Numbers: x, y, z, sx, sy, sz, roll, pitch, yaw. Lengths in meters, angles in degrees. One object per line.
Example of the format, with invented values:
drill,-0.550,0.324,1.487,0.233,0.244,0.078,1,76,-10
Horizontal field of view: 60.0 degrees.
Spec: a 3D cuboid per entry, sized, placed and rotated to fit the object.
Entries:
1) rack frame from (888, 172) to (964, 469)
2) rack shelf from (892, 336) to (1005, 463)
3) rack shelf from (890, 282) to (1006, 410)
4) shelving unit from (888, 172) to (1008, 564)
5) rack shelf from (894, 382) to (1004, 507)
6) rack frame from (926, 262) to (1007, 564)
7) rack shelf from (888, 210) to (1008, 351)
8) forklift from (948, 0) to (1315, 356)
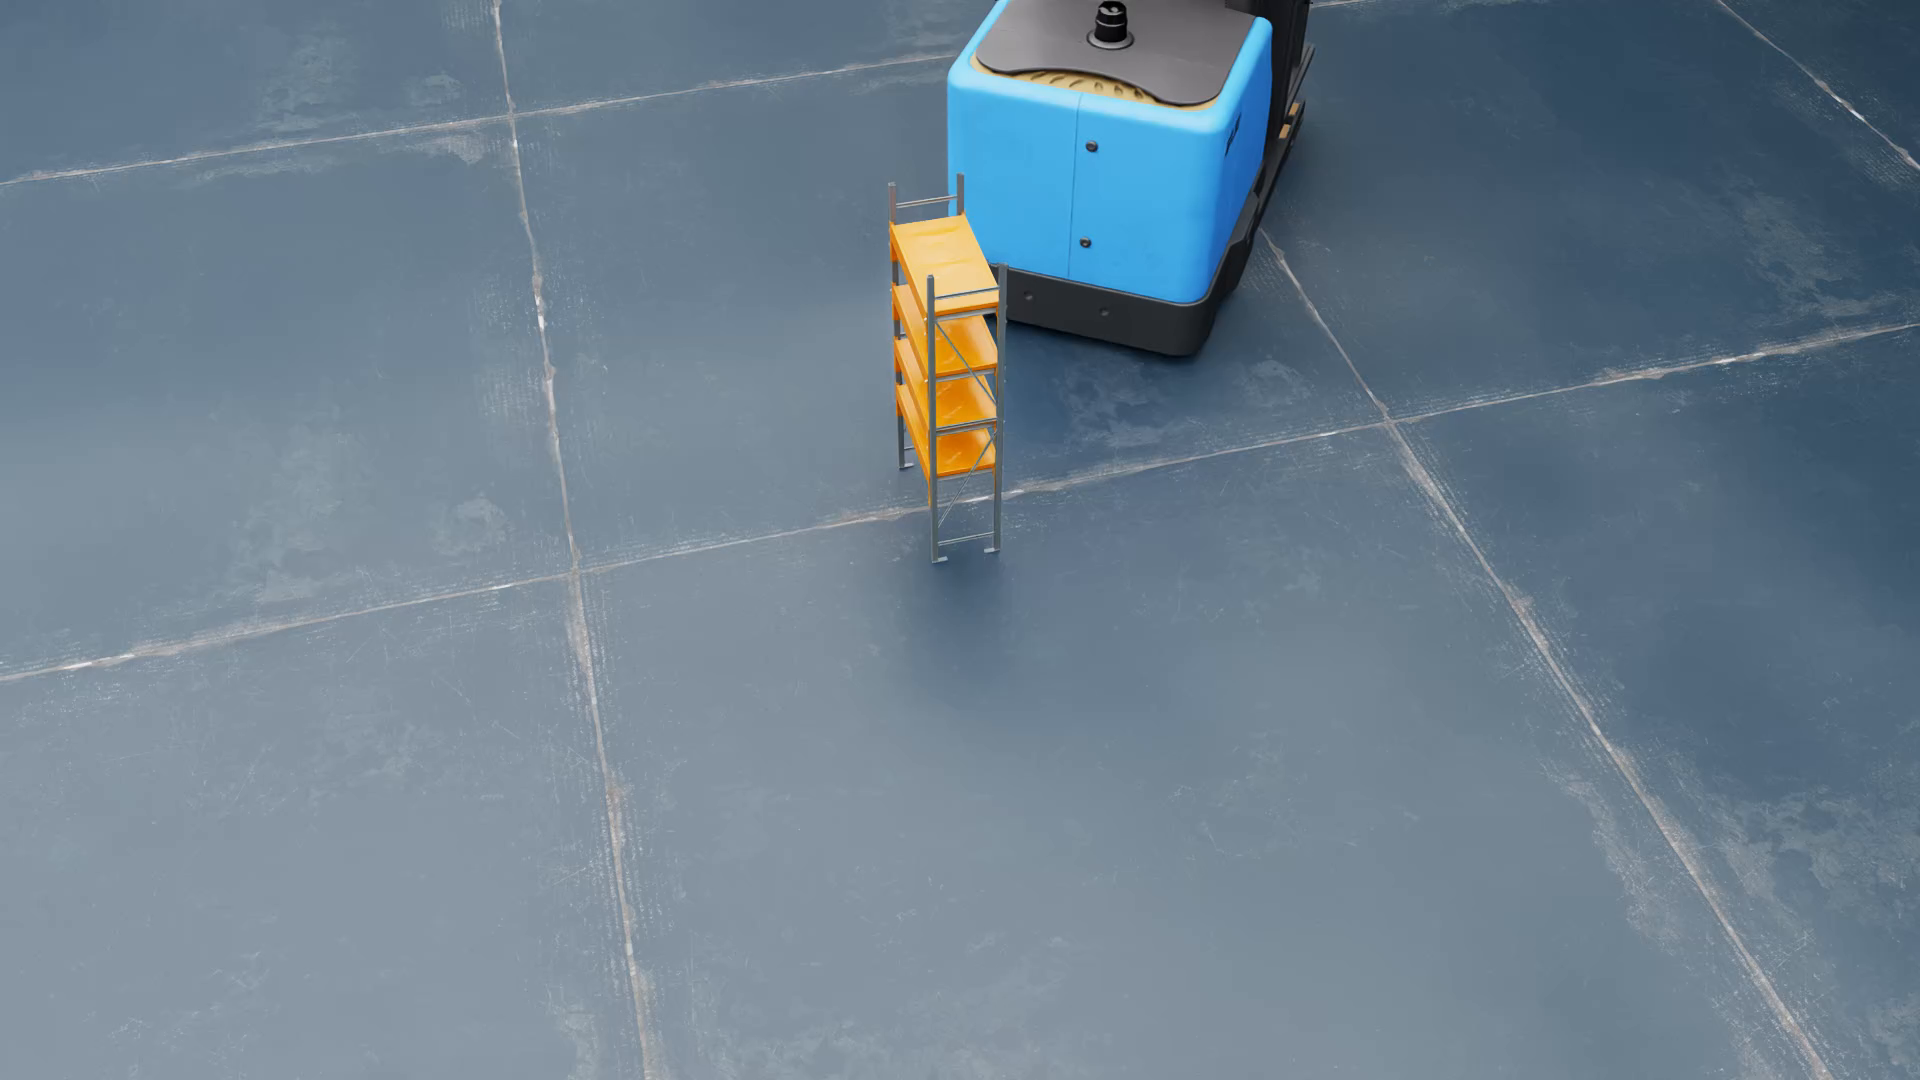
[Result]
rack frame,-0.105,-0.703,5.599,0.240,1.200,0.015,-11,47,-10
rack shelf,-0.042,-0.487,5.482,0.258,0.148,0.480,-11,47,-10
rack shelf,-0.042,-0.644,5.322,0.258,0.148,0.480,-11,47,-10
shelving unit,-0.042,-0.534,5.433,0.258,1.200,0.503,-11,47,-10
rack shelf,-0.042,-0.348,5.623,0.258,0.148,0.480,-11,47,-10
rack frame,0.020,-0.366,5.268,0.240,1.200,0.015,-11,47,-10
rack shelf,-0.042,-0.809,5.153,0.258,0.148,0.480,-11,47,-10
forklift,0.916,-2.800,6.442,1.130,2.935,3.031,14,47,14
